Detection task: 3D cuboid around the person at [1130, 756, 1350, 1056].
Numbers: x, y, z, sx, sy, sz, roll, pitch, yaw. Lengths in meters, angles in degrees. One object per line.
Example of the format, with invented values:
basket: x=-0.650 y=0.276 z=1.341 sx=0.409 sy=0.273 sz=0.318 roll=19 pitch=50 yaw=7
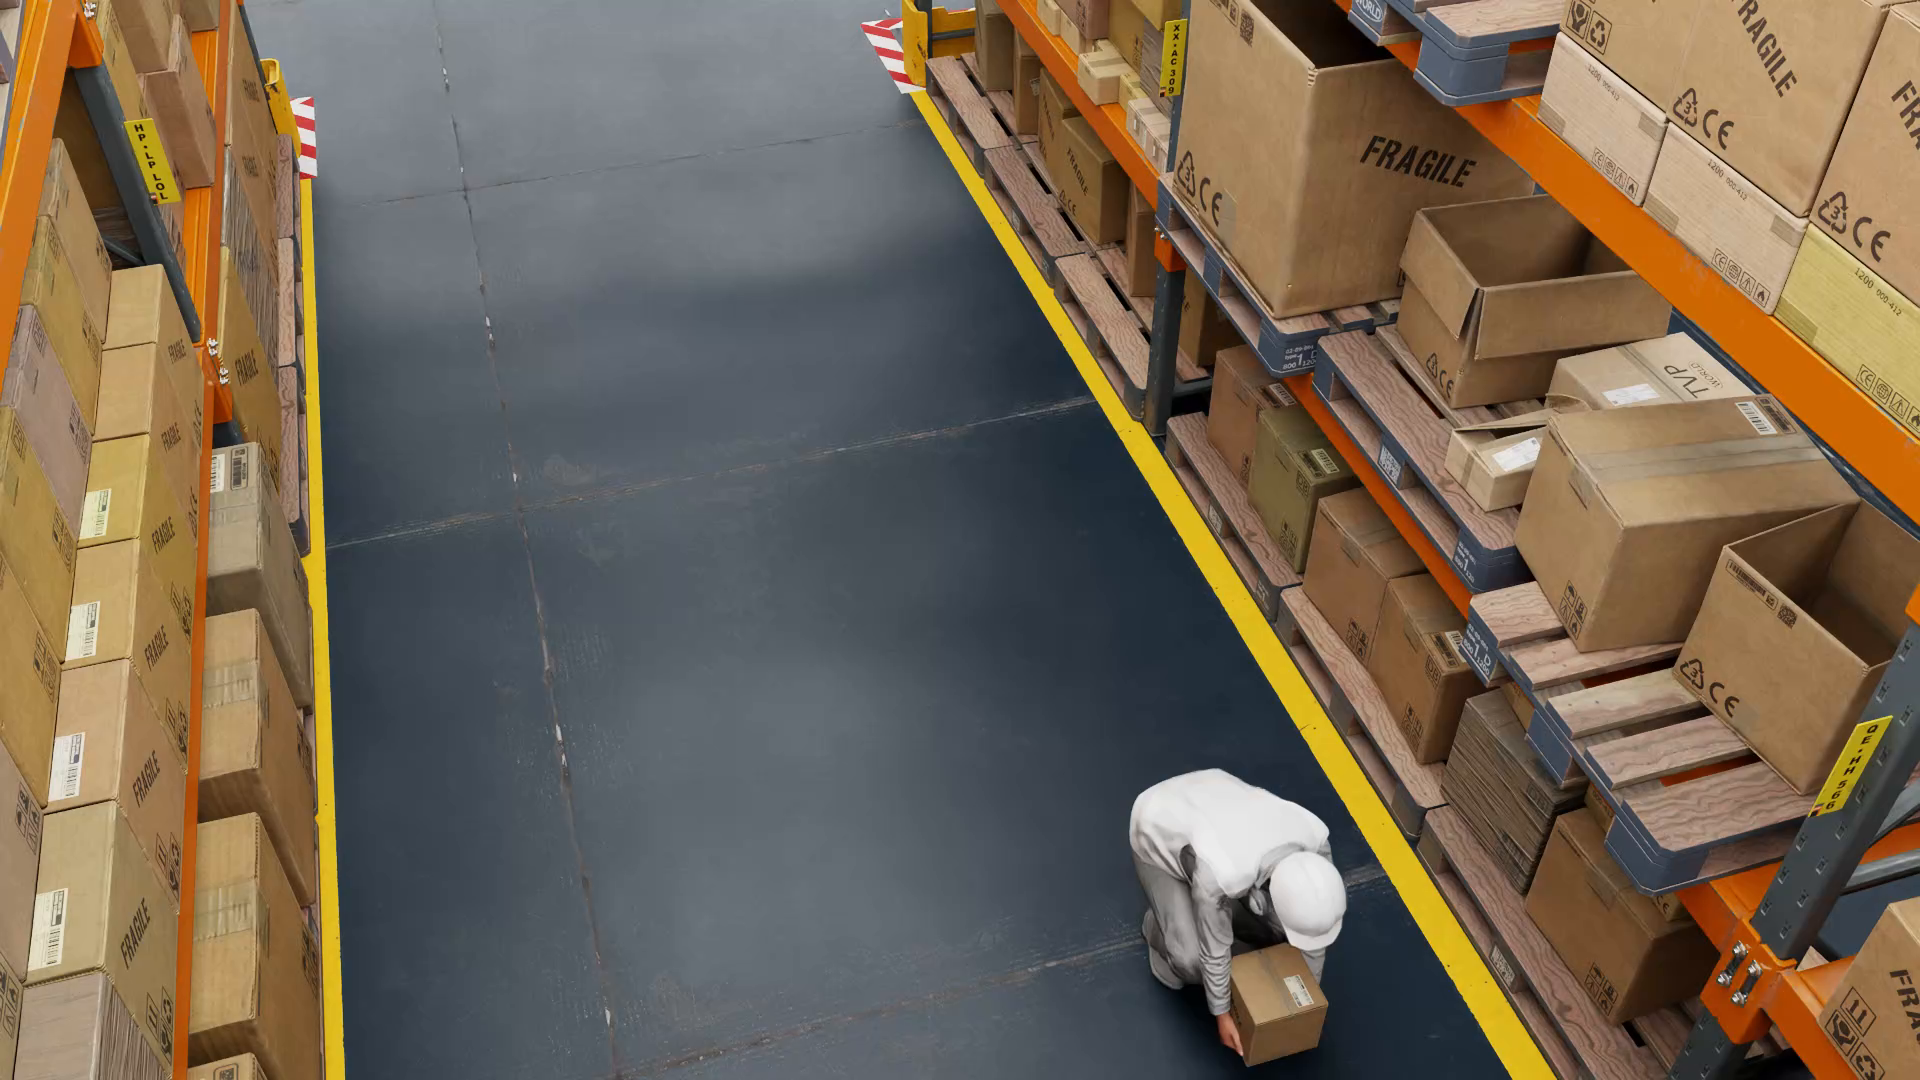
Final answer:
person: x=0.902 y=1.159 z=5.434 sx=0.509 sy=1.002 sz=0.930 roll=-13 pitch=44 yaw=-14
